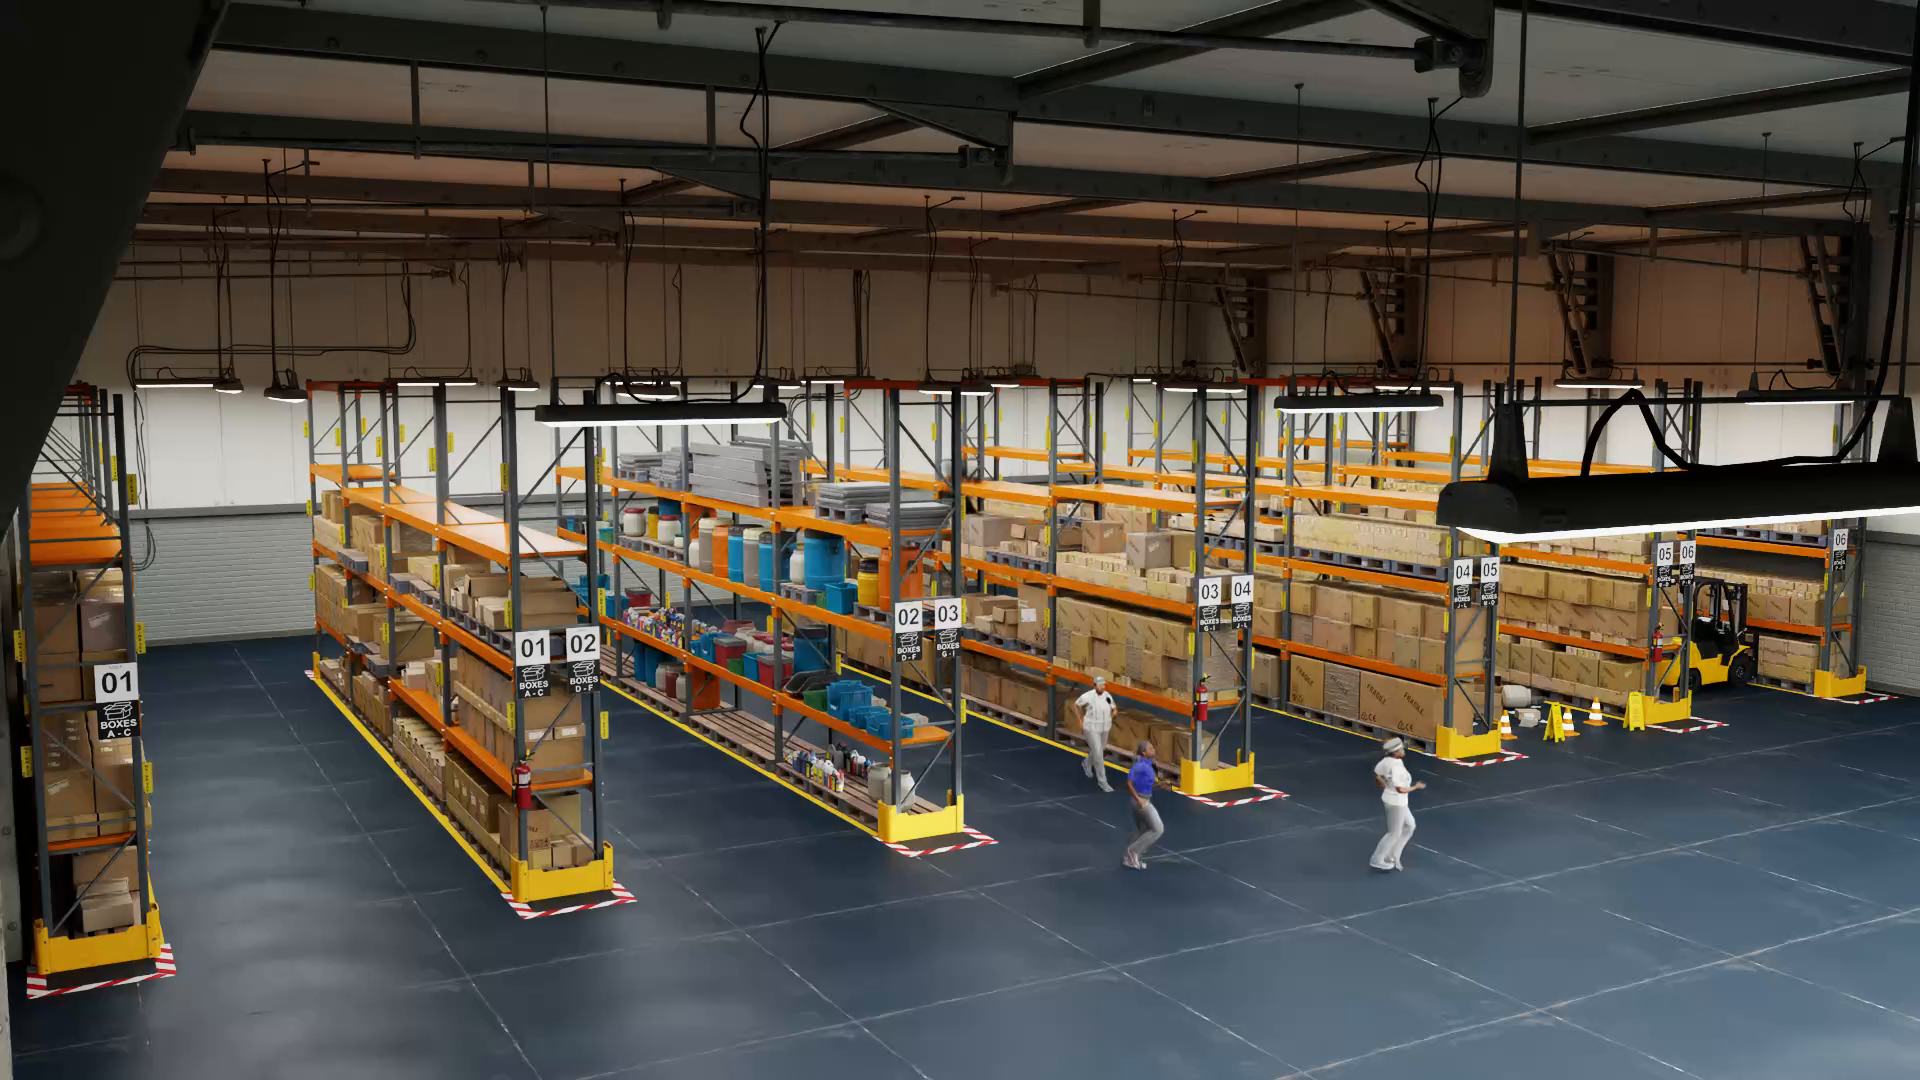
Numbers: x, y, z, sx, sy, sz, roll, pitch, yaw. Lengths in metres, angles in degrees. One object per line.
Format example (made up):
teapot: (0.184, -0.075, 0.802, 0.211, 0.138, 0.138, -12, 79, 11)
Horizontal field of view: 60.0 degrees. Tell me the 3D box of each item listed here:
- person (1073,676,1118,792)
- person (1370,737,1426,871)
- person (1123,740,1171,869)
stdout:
person: (2.048, 2.842, 24.844, 0.599, 1.668, 0.919, -3, 7, -29)
person: (5.449, 3.301, 20.703, 0.660, 1.727, 0.555, 0, 6, 5)
person: (2.345, 3.333, 20.853, 0.582, 1.569, 0.560, 1, 6, 7)
